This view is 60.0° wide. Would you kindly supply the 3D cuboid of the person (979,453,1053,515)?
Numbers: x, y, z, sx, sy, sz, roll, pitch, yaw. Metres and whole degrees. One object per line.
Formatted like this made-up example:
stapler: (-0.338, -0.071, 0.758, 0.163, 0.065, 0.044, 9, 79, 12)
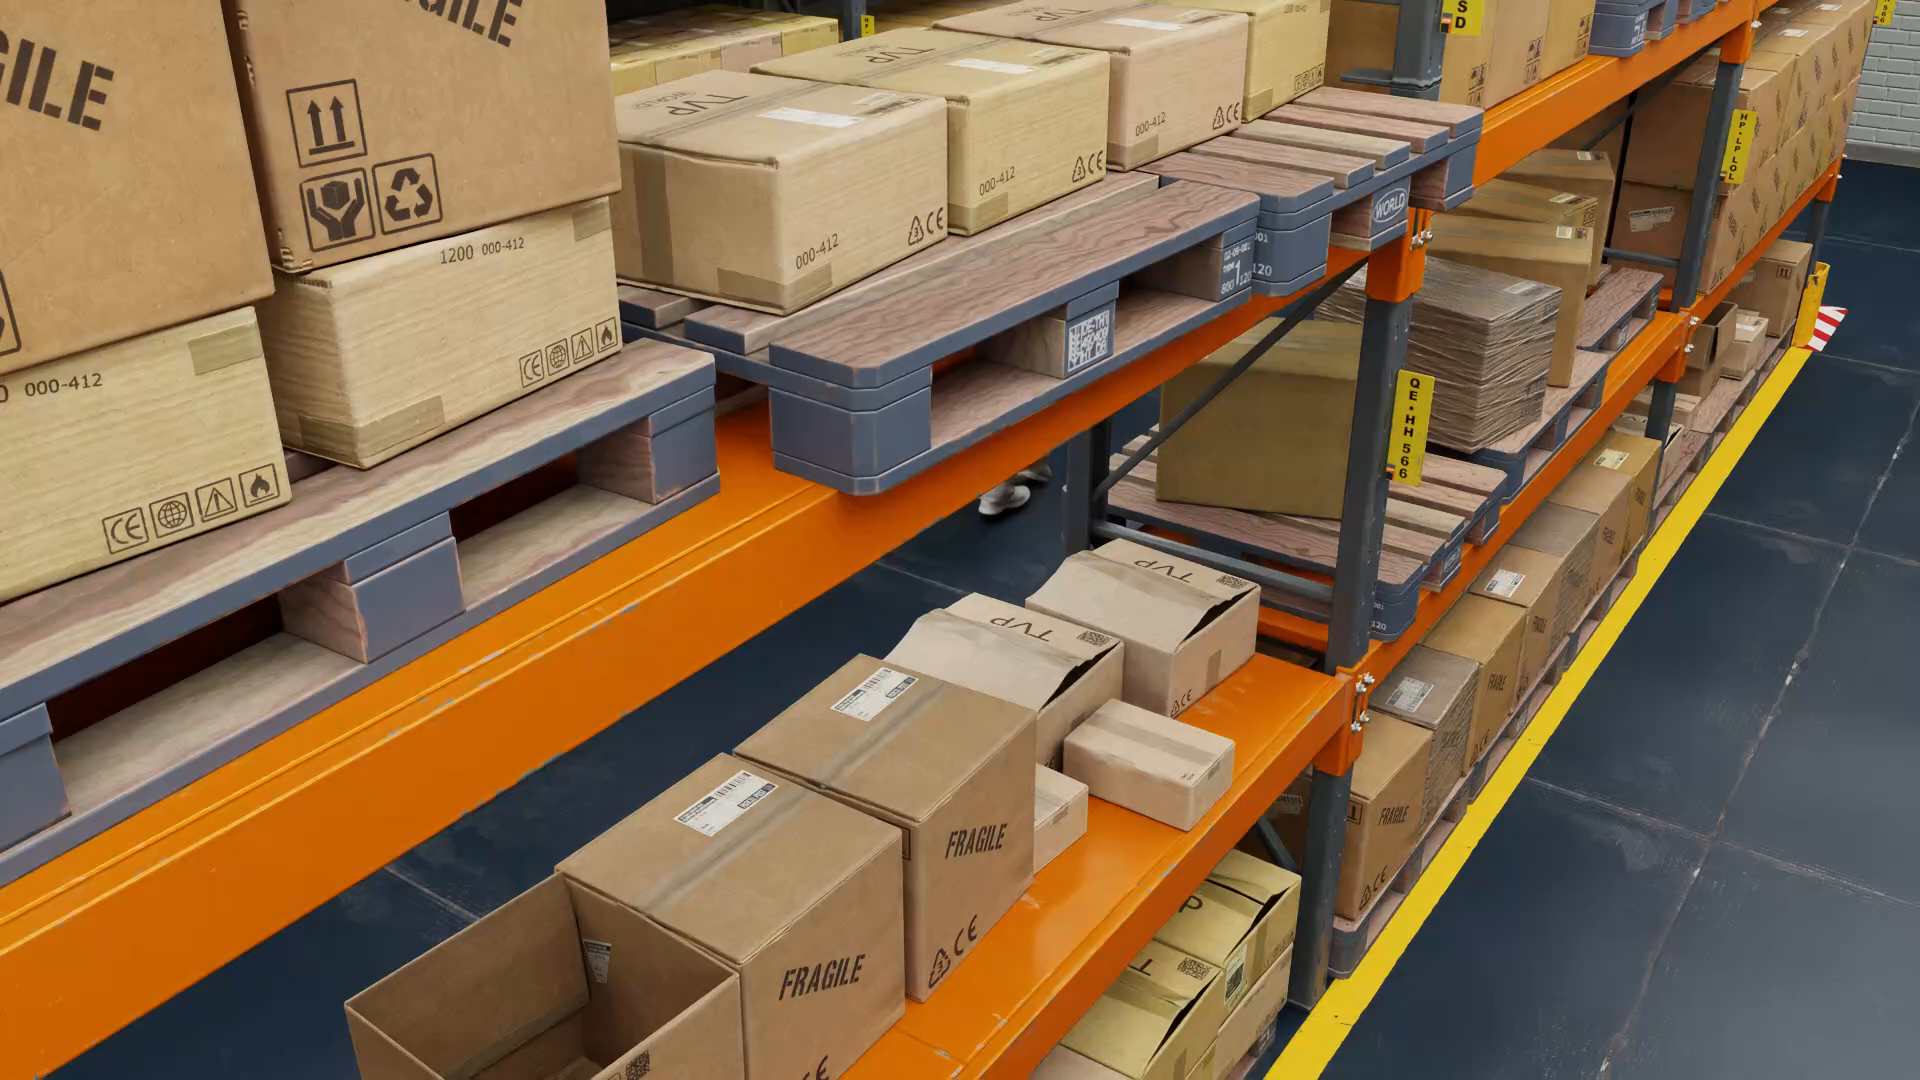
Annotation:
person: (0.365, -0.902, 8.688, 0.643, 1.628, 0.765, 24, 35, 39)
